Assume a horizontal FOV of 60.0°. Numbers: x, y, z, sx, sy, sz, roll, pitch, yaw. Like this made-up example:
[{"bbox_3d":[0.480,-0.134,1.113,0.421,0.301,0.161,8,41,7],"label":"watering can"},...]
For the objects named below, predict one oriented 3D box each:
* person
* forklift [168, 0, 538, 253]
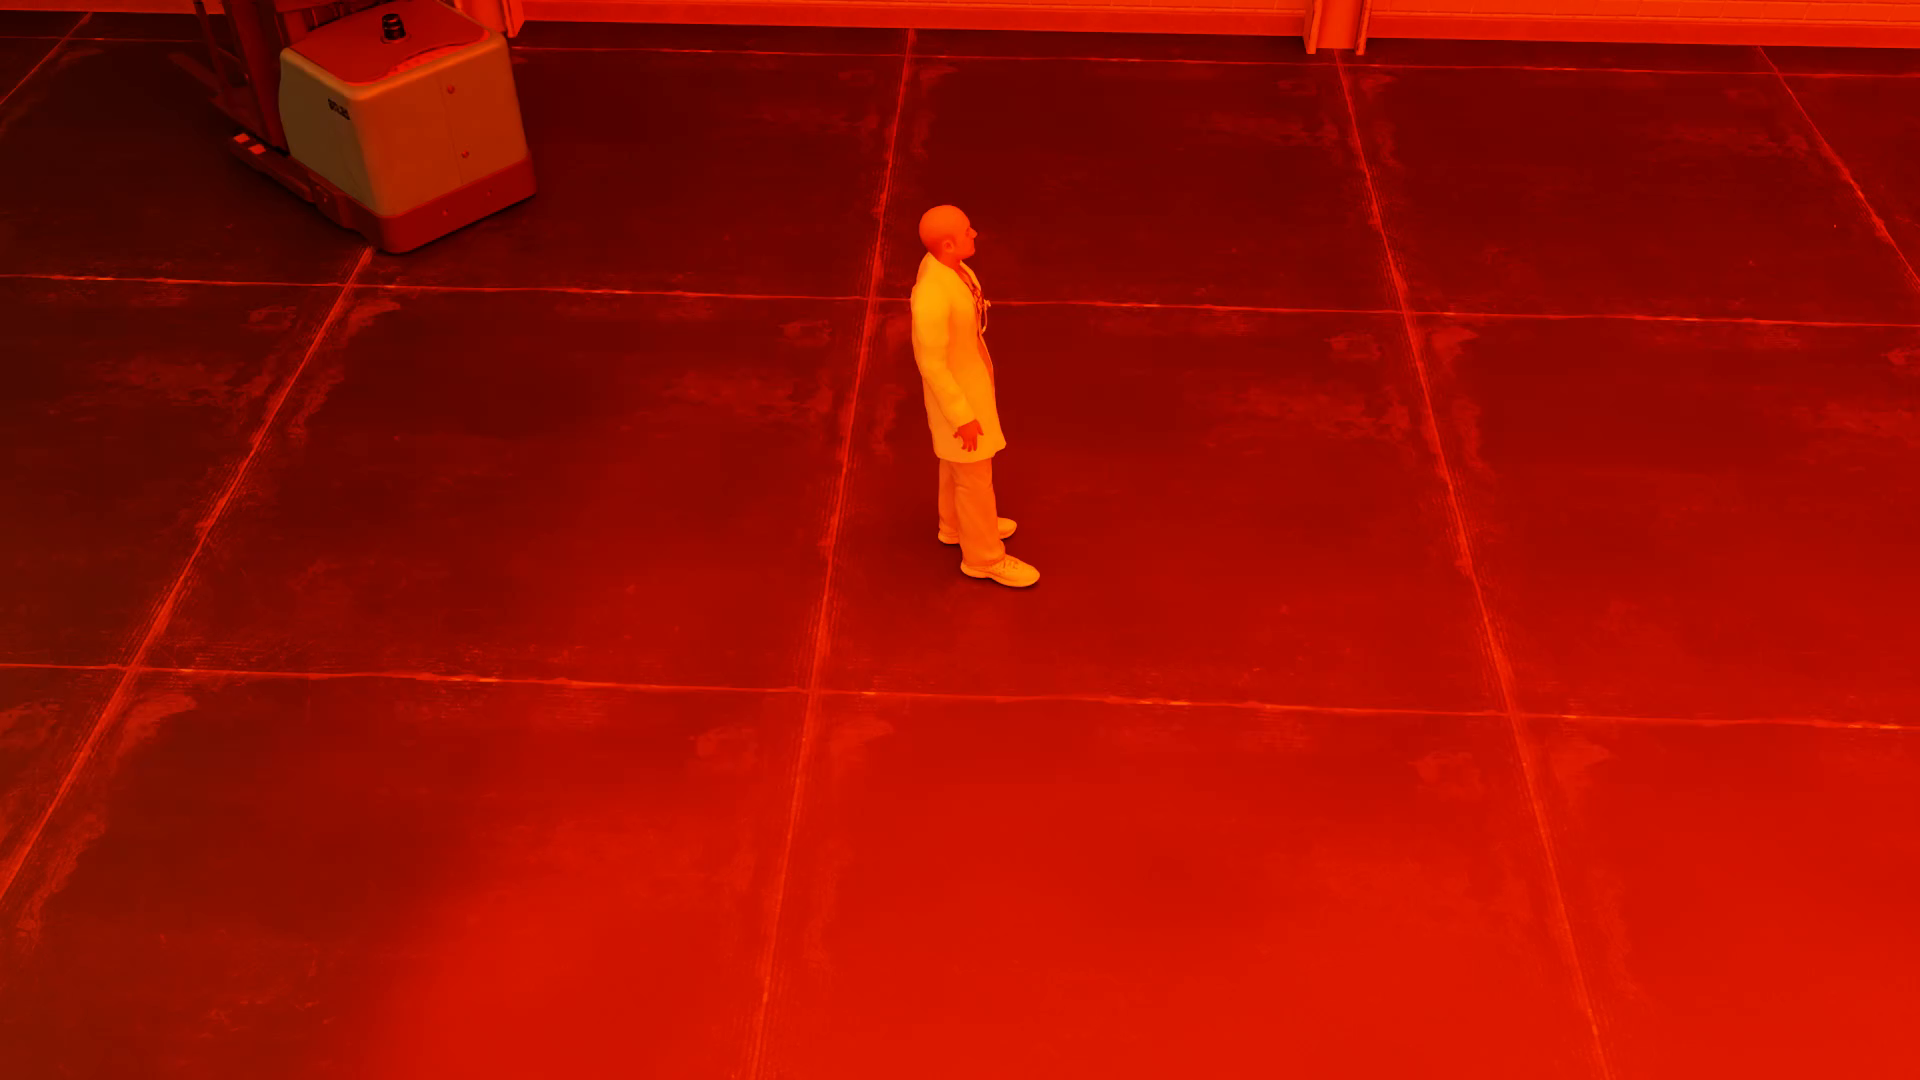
[{"bbox_3d":[0.090,-0.656,7.305,0.581,1.776,0.696,2,42,2],"label":"person"},{"bbox_3d":[-3.988,-3.621,9.709,3.031,2.935,1.130,33,52,31],"label":"forklift"}]
